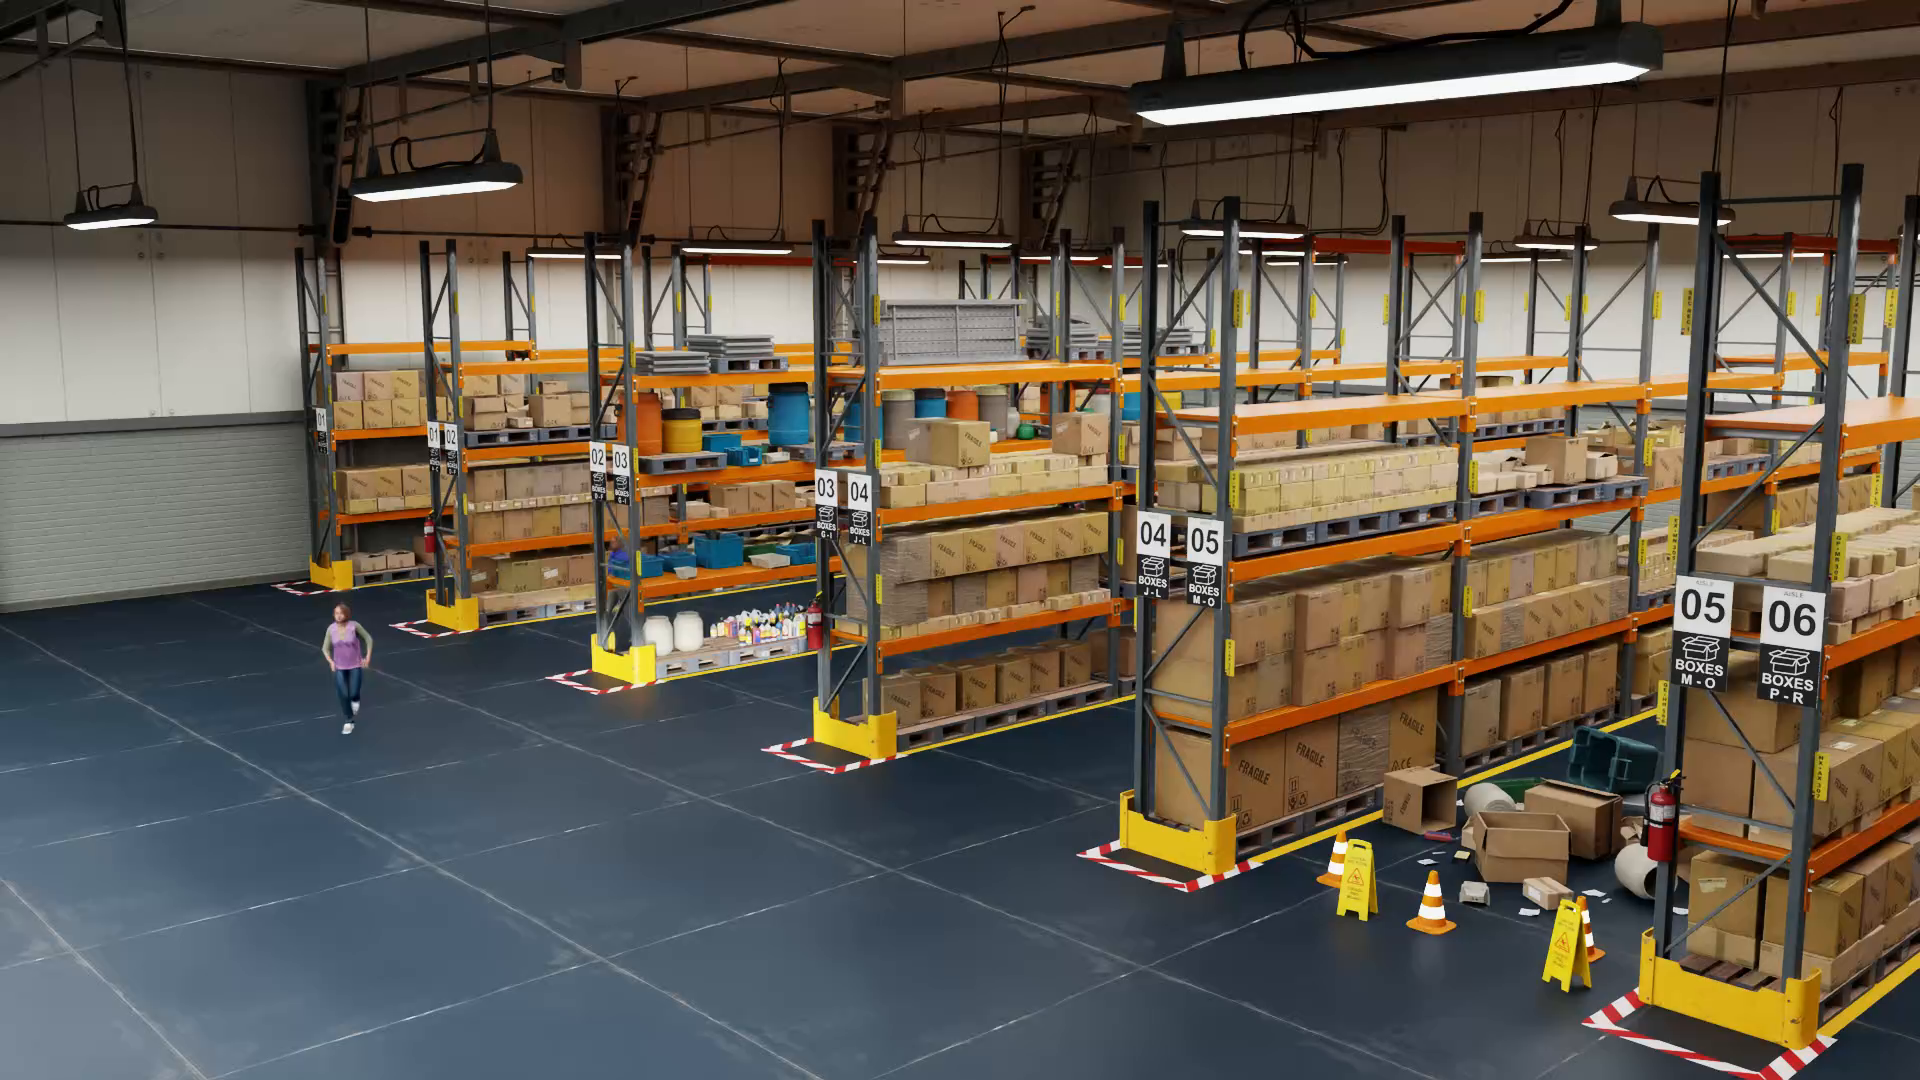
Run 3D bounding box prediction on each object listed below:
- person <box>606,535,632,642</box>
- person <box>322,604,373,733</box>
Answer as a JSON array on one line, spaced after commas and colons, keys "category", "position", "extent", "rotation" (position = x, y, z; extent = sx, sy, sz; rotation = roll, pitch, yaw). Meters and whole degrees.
[{"category": "person", "position": [-4.993, 0.772, 24.543], "extent": [0.562, 1.715, 0.771], "rotation": [6, 10, 35]}, {"category": "person", "position": [-7.277, 1.520, 19.781], "extent": [0.561, 1.564, 0.608], "rotation": [-2, 9, -12]}]
